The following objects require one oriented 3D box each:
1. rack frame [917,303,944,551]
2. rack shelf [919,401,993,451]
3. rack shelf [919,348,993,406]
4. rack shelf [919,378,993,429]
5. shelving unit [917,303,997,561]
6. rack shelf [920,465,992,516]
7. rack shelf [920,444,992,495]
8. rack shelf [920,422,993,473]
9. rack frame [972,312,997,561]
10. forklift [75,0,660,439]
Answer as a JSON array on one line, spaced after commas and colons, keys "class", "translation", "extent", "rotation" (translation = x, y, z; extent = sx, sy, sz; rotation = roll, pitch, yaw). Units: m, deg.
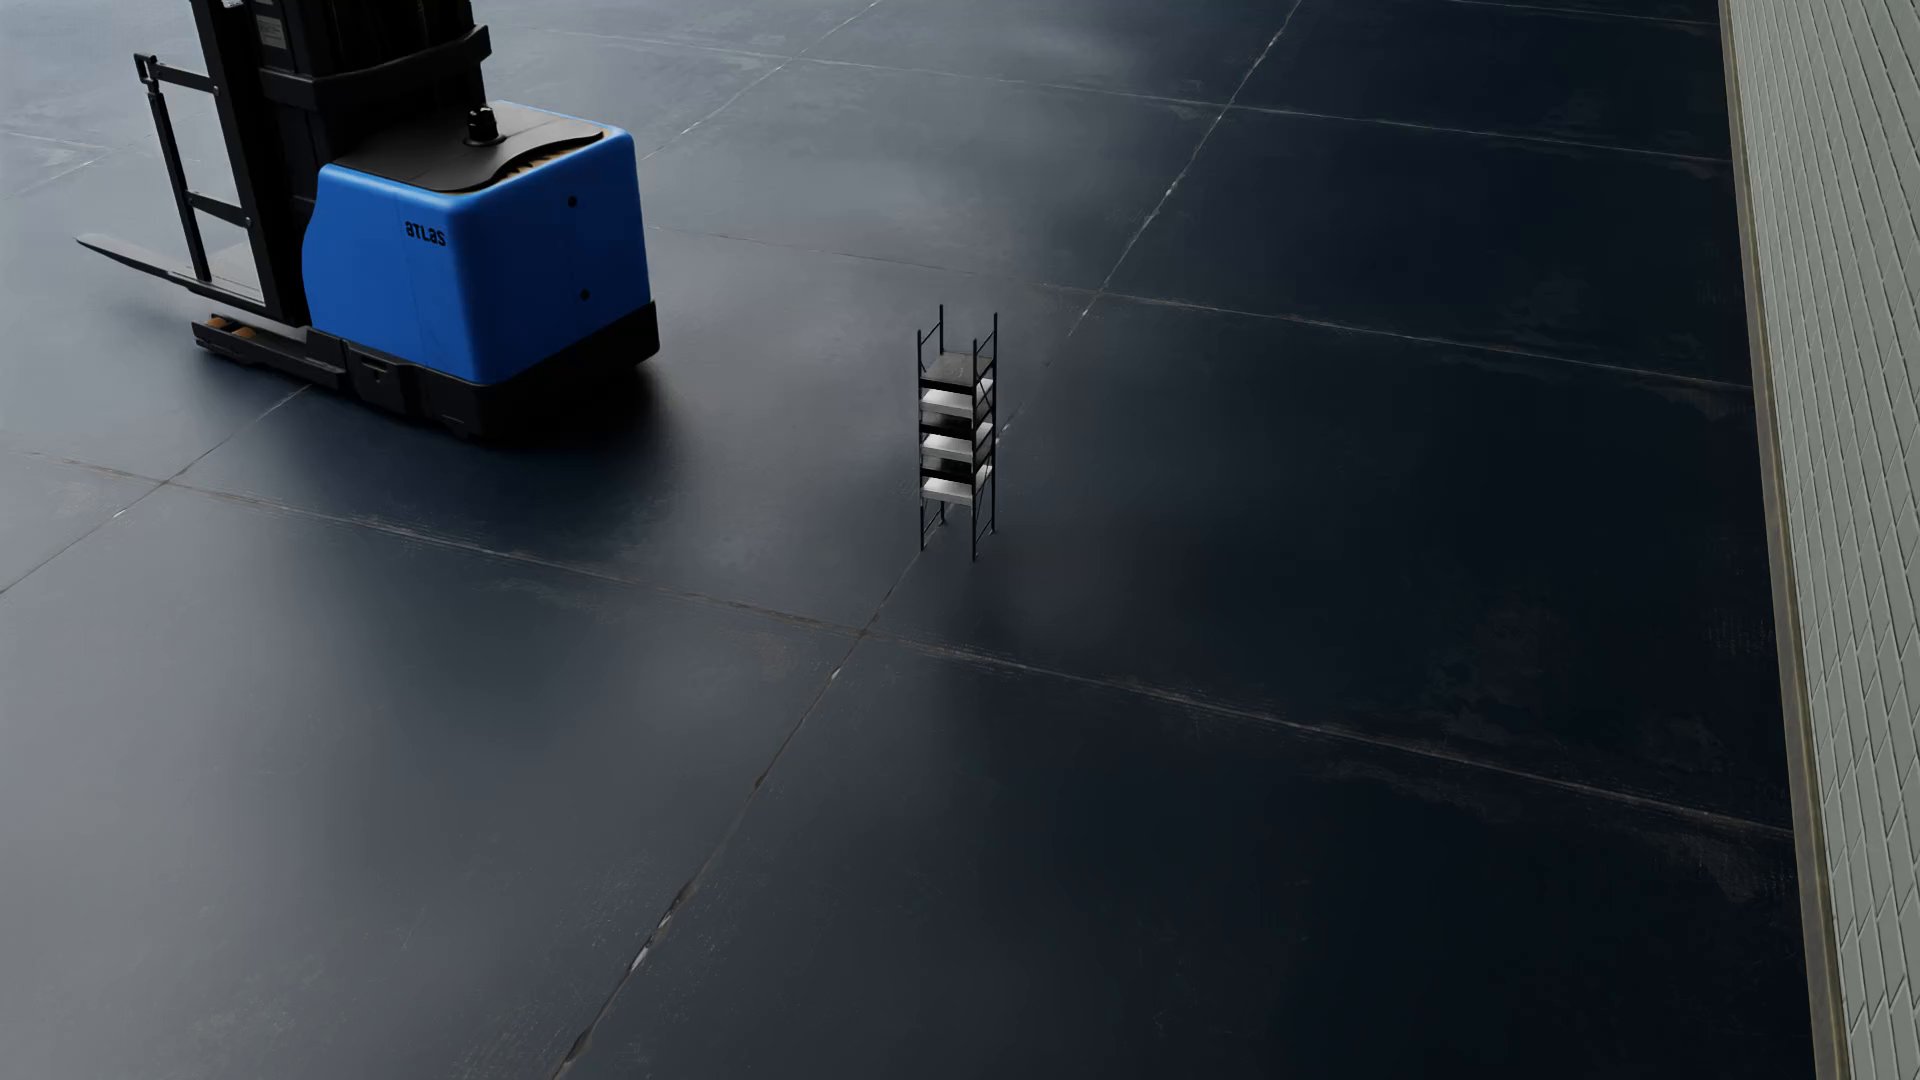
[{"class": "rack frame", "translation": [-0.103, -0.398, 6.037], "extent": [0.006, 0.900, 0.240], "rotation": [11, 34, 16]}, {"class": "rack shelf", "translation": [-0.008, -0.427, 5.977], "extent": [0.200, 0.077, 0.258], "rotation": [11, 34, 16]}, {"class": "rack shelf", "translation": [-0.008, -0.578, 5.880], "extent": [0.200, 0.077, 0.258], "rotation": [11, 34, 16]}, {"class": "rack shelf", "translation": [-0.008, -0.503, 5.929], "extent": [0.200, 0.077, 0.258], "rotation": [11, 34, 16]}, {"class": "shelving unit", "translation": [-0.008, -0.380, 6.008], "extent": [0.210, 0.900, 0.258], "rotation": [11, 34, 16]}, {"class": "rack shelf", "translation": [-0.008, -0.200, 6.124], "extent": [0.200, 0.077, 0.258], "rotation": [11, 34, 16]}, {"class": "rack shelf", "translation": [-0.008, -0.276, 6.075], "extent": [0.200, 0.077, 0.258], "rotation": [11, 34, 16]}, {"class": "rack shelf", "translation": [-0.008, -0.352, 6.026], "extent": [0.200, 0.077, 0.258], "rotation": [11, 34, 16]}, {"class": "rack frame", "translation": [0.088, -0.361, 5.979], "extent": [0.006, 0.900, 0.240], "rotation": [11, 34, 16]}, {"class": "forklift", "translation": [-2.866, -2.238, 7.014], "extent": [3.031, 2.935, 1.130], "rotation": [19, 37, 26]}]
